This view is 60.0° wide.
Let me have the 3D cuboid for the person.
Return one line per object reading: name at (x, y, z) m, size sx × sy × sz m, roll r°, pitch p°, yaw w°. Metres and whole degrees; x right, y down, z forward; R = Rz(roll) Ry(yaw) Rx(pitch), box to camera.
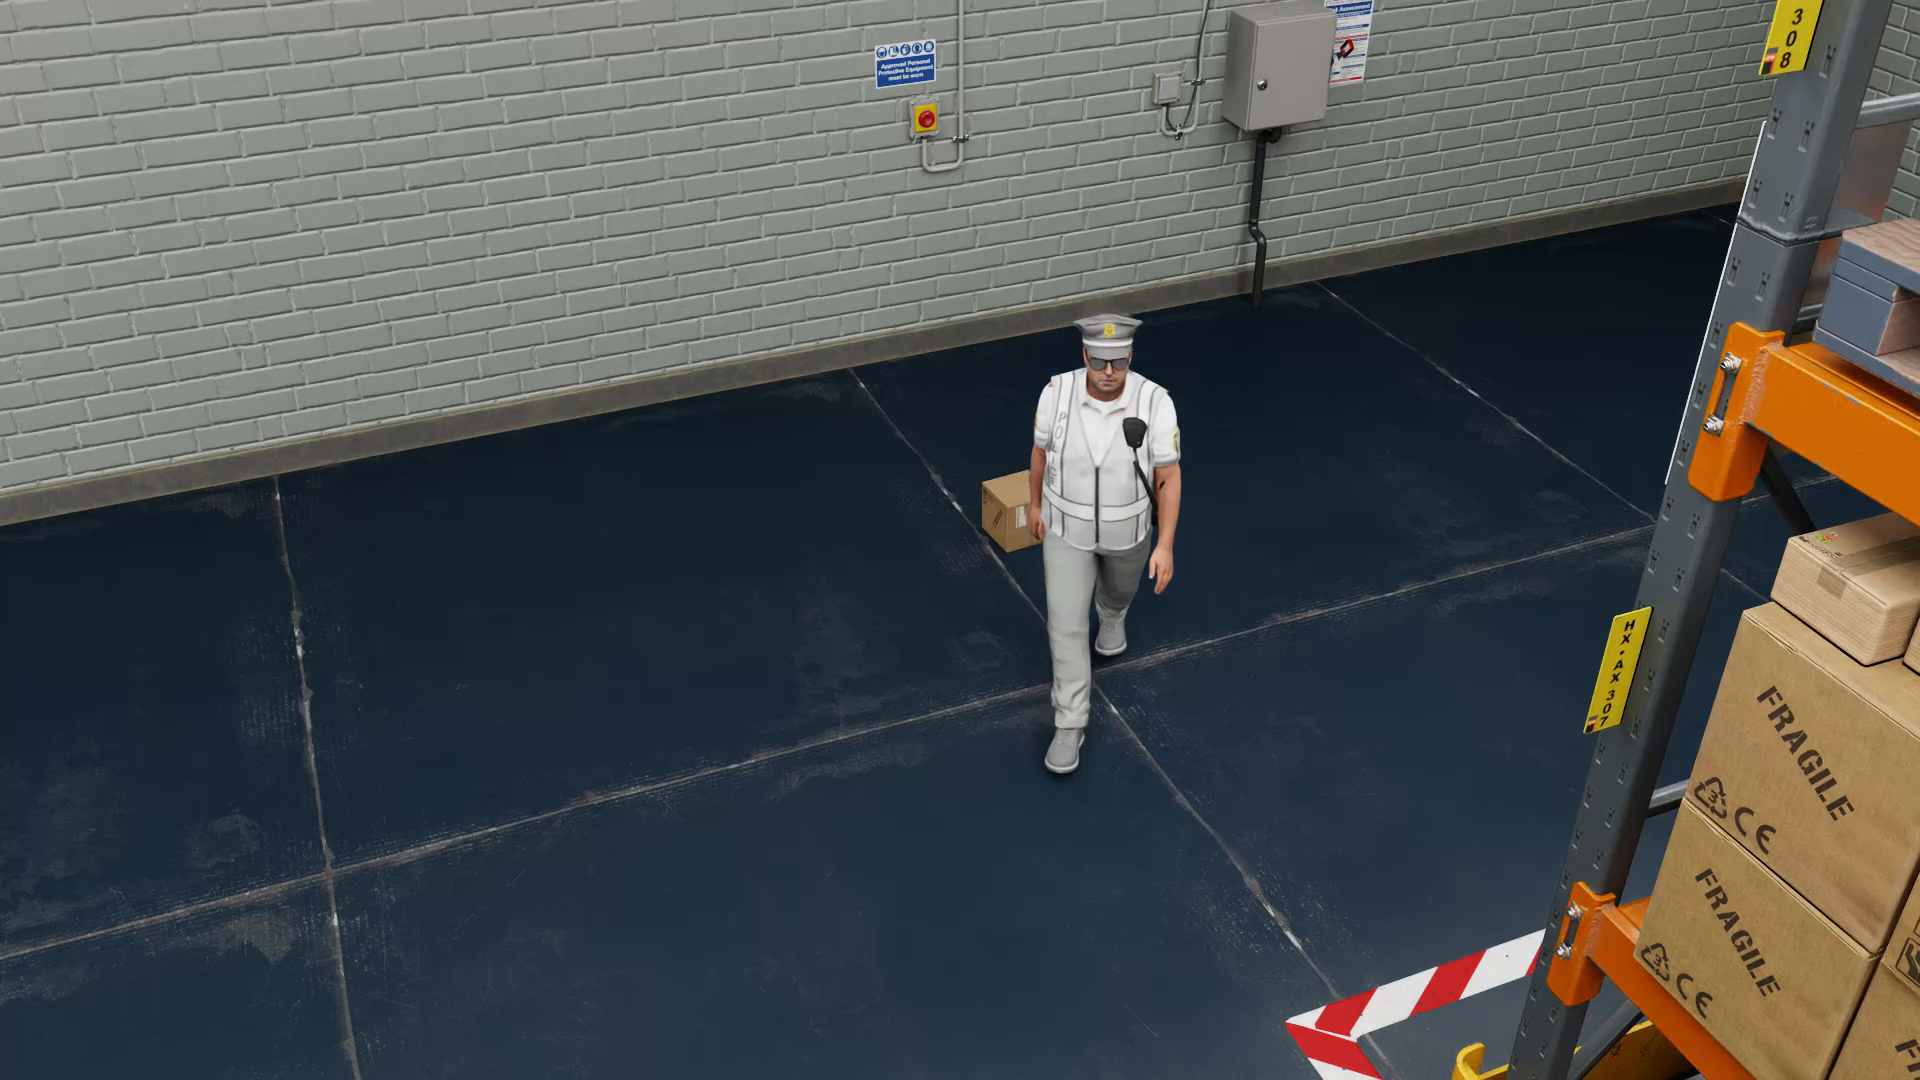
person at (0.529, -0.068, 6.231) m, size 0.565 × 1.725 × 1.055 m, roll 2°, pitch 33°, yaw 4°
